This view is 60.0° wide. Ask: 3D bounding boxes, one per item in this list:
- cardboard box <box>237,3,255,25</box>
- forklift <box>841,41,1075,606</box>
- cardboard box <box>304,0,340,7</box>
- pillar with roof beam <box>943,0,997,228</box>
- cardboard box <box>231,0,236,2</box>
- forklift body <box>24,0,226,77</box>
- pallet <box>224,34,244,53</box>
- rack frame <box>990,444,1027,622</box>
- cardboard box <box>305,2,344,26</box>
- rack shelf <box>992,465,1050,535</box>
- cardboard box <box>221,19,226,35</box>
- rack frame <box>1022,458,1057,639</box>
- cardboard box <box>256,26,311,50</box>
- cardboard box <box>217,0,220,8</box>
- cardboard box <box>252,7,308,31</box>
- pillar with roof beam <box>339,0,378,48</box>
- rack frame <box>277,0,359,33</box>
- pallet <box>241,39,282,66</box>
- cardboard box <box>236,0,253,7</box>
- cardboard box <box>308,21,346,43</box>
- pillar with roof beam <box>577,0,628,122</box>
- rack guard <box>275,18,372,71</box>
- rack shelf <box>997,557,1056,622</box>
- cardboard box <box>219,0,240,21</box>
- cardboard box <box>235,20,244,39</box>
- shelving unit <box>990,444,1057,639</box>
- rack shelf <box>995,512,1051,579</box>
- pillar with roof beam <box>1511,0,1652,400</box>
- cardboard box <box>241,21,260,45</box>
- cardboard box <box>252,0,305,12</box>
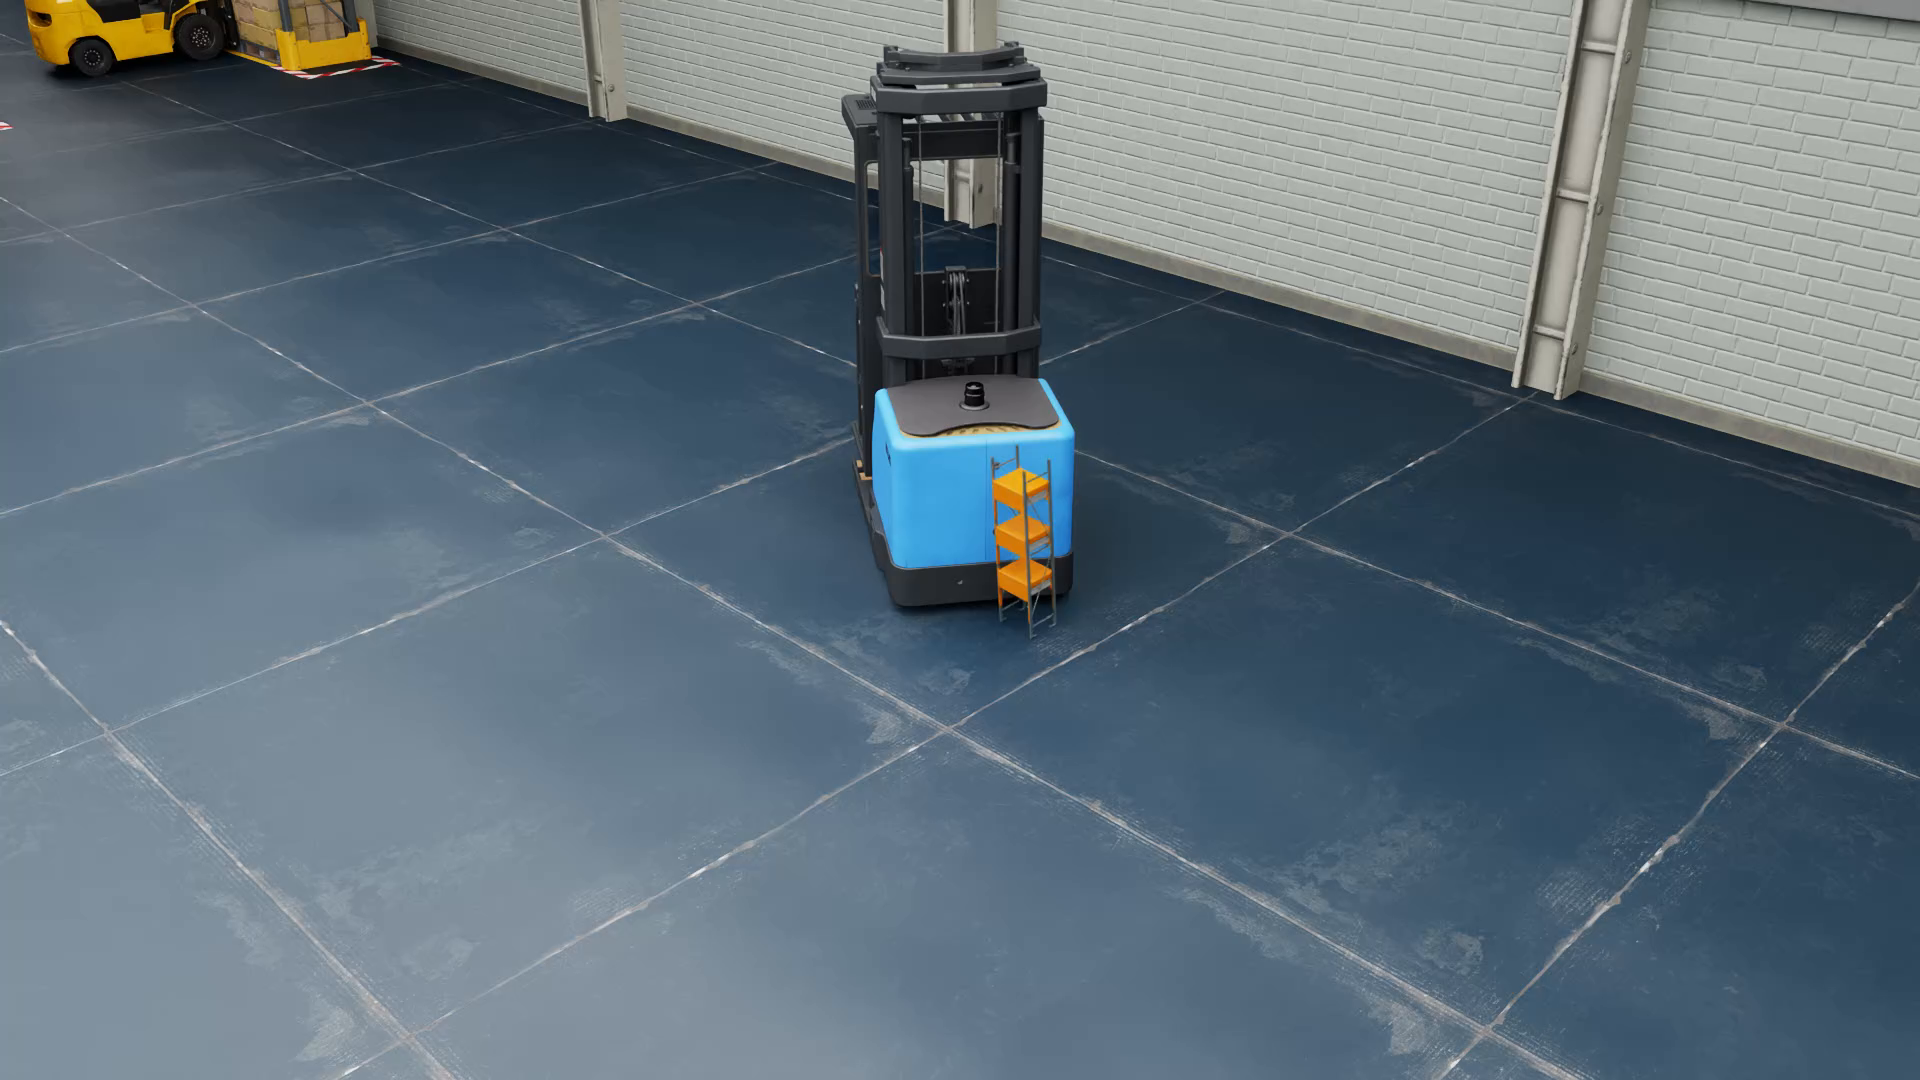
[{"bbox_3d":[-9.517,-7.226,22.736,0.500,0.250,0.500,24,36,38],"label":"cardboard box"},{"bbox_3d":[-0.104,-1.586,10.117,1.130,2.935,3.031,-4,28,-8],"label":"forklift"},{"bbox_3d":[-8.811,-7.445,22.615,0.500,0.250,0.500,24,36,38],"label":"cardboard box"},{"bbox_3d":[-2.927,-5.651,11.329,0.400,9.000,9.100,25,36,38],"label":"pillar with roof beam"},{"bbox_3d":[-9.883,-7.598,22.906,0.500,0.250,0.500,-25,37,-39],"label":"cardboard box"},{"bbox_3d":[-11.232,-7.452,22.110,1.214,2.155,2.313,25,36,38],"label":"forklift body"},{"bbox_3d":[-10.041,-7.213,23.742,1.213,0.211,1.003,25,36,38],"label":"pallet"},{"bbox_3d":[0.271,-0.026,9.154,0.200,1.050,0.008,-27,38,-33],"label":"rack frame"},{"bbox_3d":[-8.790,-7.226,22.736,0.500,0.250,0.500,-25,36,-38],"label":"cardboard box"},{"bbox_3d":[0.335,-0.218,8.934,0.215,0.259,0.240,-27,38,-33],"label":"rack shelf"},{"bbox_3d":[-10.242,-7.325,23.461,0.500,0.250,0.500,-24,36,-38],"label":"cardboard box"},{"bbox_3d":[0.433,0.058,8.993,0.200,1.050,0.008,-27,38,-33],"label":"rack frame"},{"bbox_3d":[-9.157,-6.831,22.522,0.500,0.250,0.500,25,37,39],"label":"cardboard box"},{"bbox_3d":[-10.254,-7.552,23.356,0.500,0.250,0.500,24,36,38],"label":"cardboard box"},{"bbox_3d":[-9.167,-7.059,22.418,0.500,0.250,0.500,24,36,38],"label":"cardboard box"},{"bbox_3d":[-11.483,-9.567,18.775,0.400,9.000,9.100,25,36,38],"label":"pillar with roof beam"},{"bbox_3d":[-8.601,-7.814,21.888,0.127,3.000,1.000,25,36,38],"label":"rack frame"},{"bbox_3d":[-9.175,-6.815,22.985,1.213,0.211,1.003,25,36,38],"label":"pallet"},{"bbox_3d":[-9.516,-7.437,22.599,0.500,0.250,0.500,-25,36,-38],"label":"cardboard box"},{"bbox_3d":[-8.814,-7.008,22.858,0.500,0.250,0.500,25,37,39],"label":"cardboard box"},{"bbox_3d":[-7.205,-7.609,15.052,0.400,9.000,9.100,25,36,38],"label":"pillar with roof beam"},{"bbox_3d":[-8.583,-6.700,22.454,0.348,0.500,1.175,25,36,38],"label":"rack guard"},{"bbox_3d":[0.370,0.263,9.222,0.215,0.259,0.240,-27,38,-33],"label":"rack shelf"},{"bbox_3d":[-9.900,-7.388,23.043,0.500,0.250,0.500,24,36,37],"label":"cardboard box"},{"bbox_3d":[-9.856,-7.163,23.153,0.500,0.250,0.500,-25,37,-39],"label":"cardboard box"},{"bbox_3d":[0.352,0.016,9.074,0.215,1.050,0.252,-27,38,-33],"label":"shelving unit"},{"bbox_3d":[0.353,0.025,9.079,0.215,0.259,0.240,-27,38,-33],"label":"rack shelf"},{"bbox_3d":[1.352,-3.694,7.606,0.400,9.000,9.100,25,36,38],"label":"pillar with roof beam"},{"bbox_3d":[-9.505,-6.997,22.836,0.500,0.250,0.500,25,36,38],"label":"cardboard box"},{"bbox_3d":[-9.148,-7.272,22.286,0.500,0.250,0.500,-24,36,-38],"label":"cardboard box"}]
